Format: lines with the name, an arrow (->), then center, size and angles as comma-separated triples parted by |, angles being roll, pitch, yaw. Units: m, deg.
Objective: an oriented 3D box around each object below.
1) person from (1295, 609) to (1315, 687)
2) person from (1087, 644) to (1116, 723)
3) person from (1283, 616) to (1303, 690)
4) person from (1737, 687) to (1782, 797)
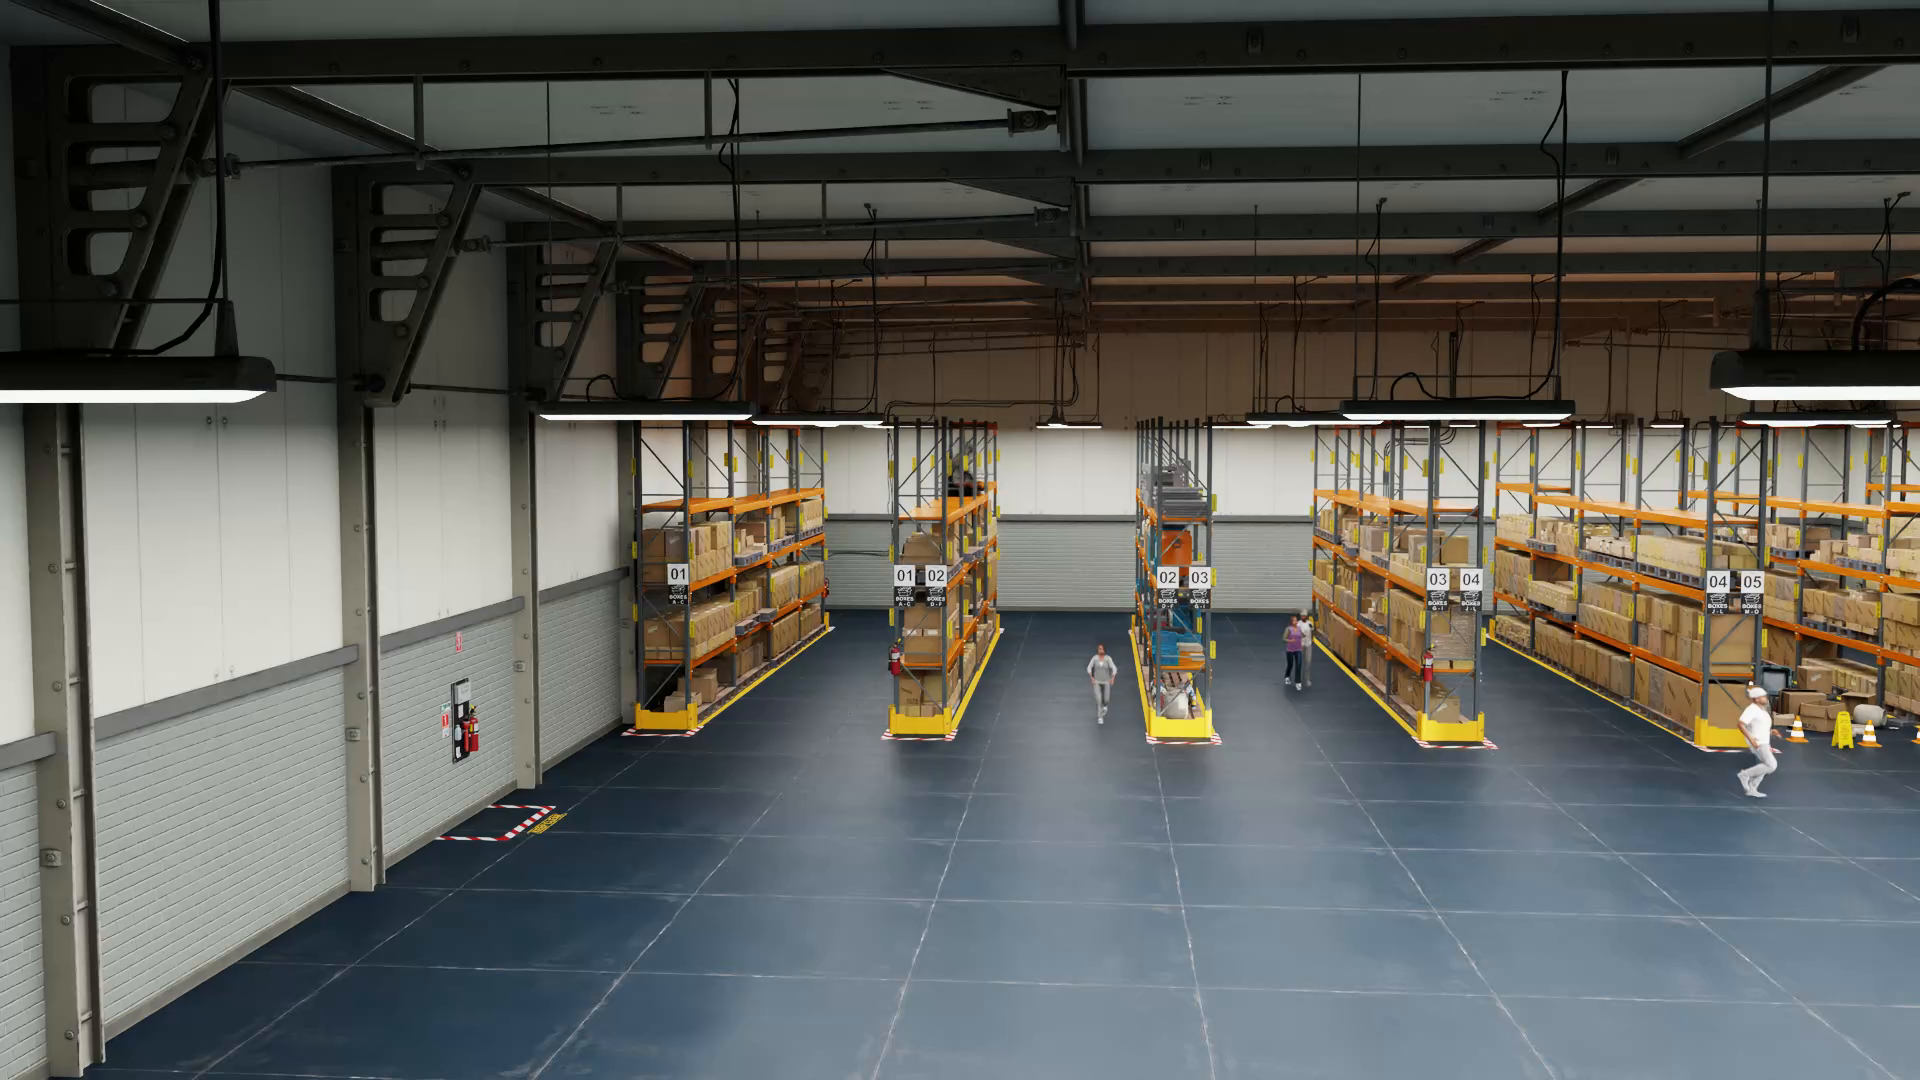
person -> 7.755, 2.400, 37.517 | 0.581, 1.699, 0.876 | 0, 4, -2
person -> 2.786, 2.807, 32.751 | 0.583, 1.555, 0.576 | 0, 4, 4
person -> 7.426, 2.482, 36.980 | 0.539, 1.595, 0.833 | 0, 4, -7
person -> 12.499, 3.163, 25.973 | 0.576, 1.720, 0.698 | 3, 5, 38
